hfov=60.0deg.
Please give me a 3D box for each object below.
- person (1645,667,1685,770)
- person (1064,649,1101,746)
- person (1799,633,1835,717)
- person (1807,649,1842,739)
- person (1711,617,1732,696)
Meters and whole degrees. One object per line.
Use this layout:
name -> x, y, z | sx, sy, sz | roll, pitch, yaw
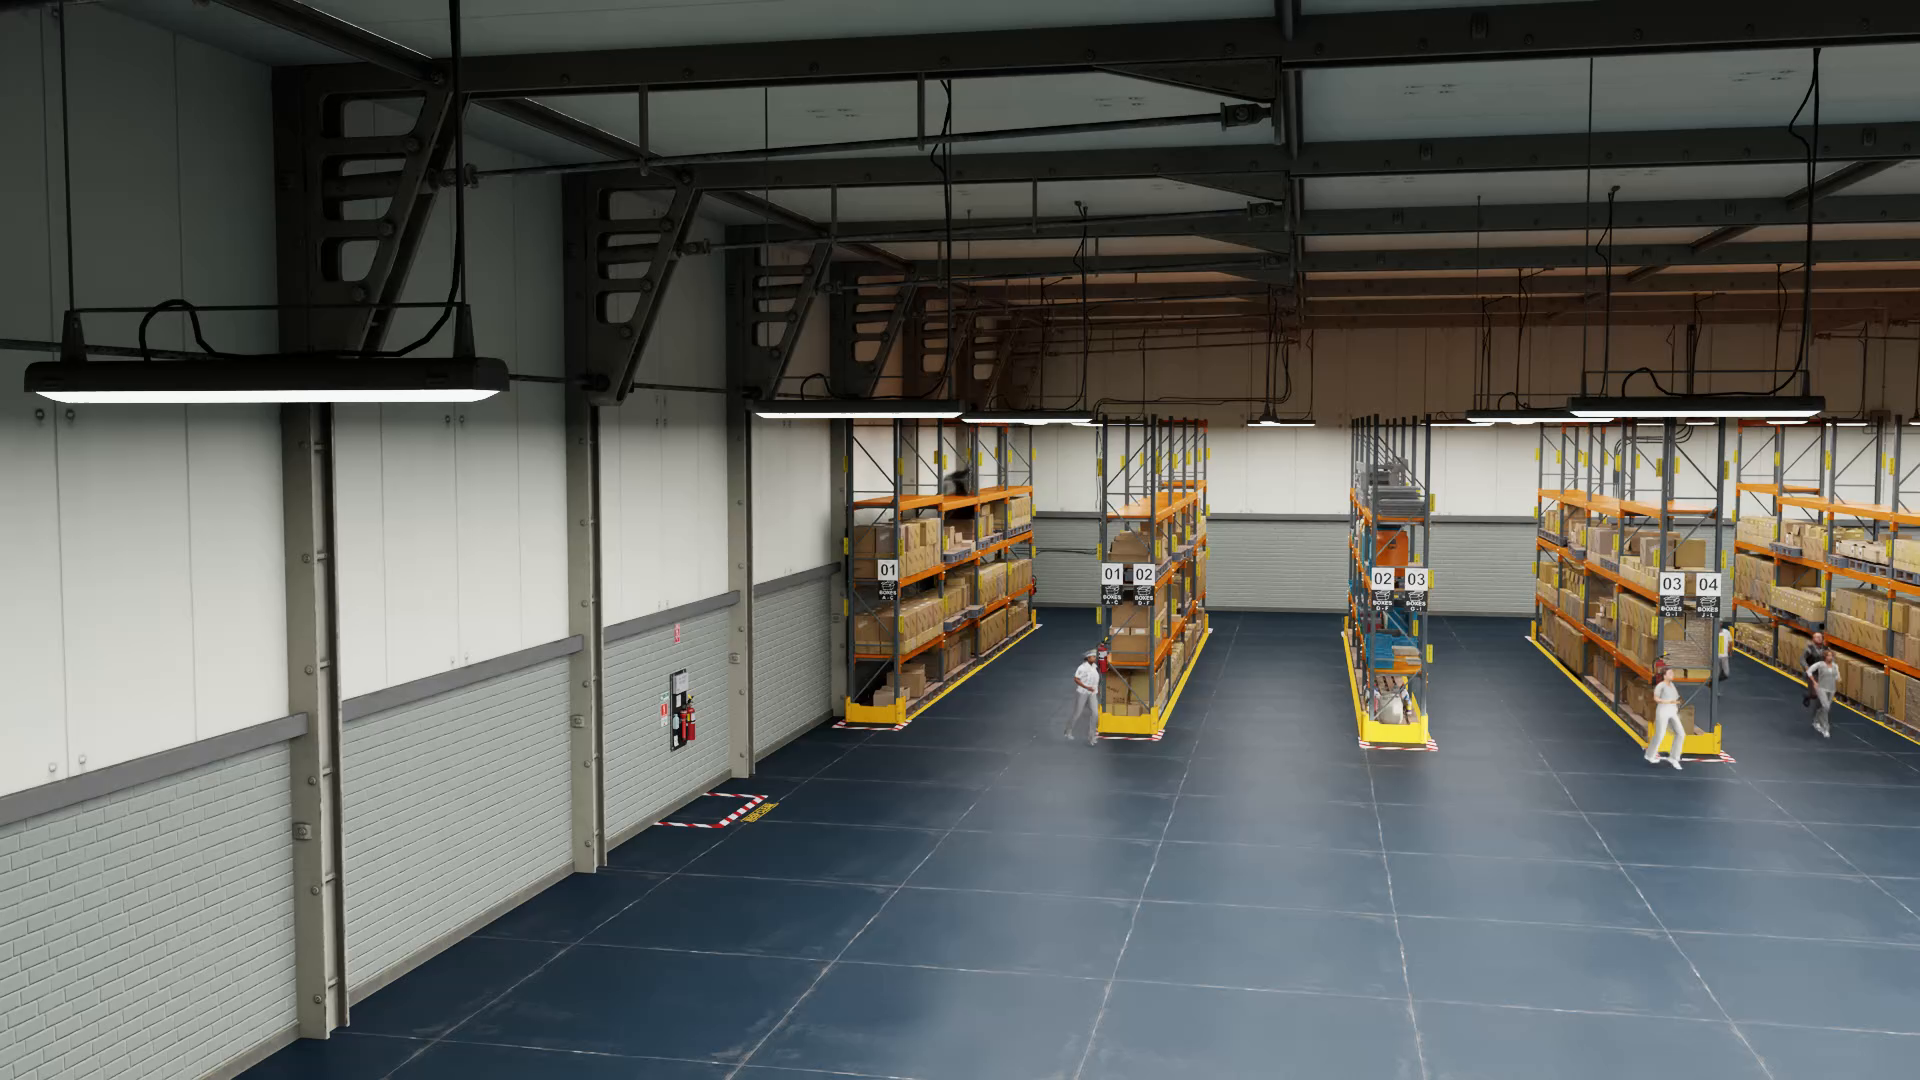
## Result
person -> 11.977, 3.006, 28.219 | 0.570, 1.715, 0.650 | -2, 4, -24
person -> 2.352, 2.856, 30.447 | 0.653, 1.699, 0.772 | -3, 5, -35
person -> 17.089, 2.689, 33.133 | 0.676, 1.681, 0.712 | 1, 4, 9
person -> 16.147, 2.857, 31.031 | 0.523, 1.647, 0.739 | 0, 4, -3
person -> 16.232, 2.490, 35.632 | 0.696, 1.718, 0.605 | 0, 4, 5
